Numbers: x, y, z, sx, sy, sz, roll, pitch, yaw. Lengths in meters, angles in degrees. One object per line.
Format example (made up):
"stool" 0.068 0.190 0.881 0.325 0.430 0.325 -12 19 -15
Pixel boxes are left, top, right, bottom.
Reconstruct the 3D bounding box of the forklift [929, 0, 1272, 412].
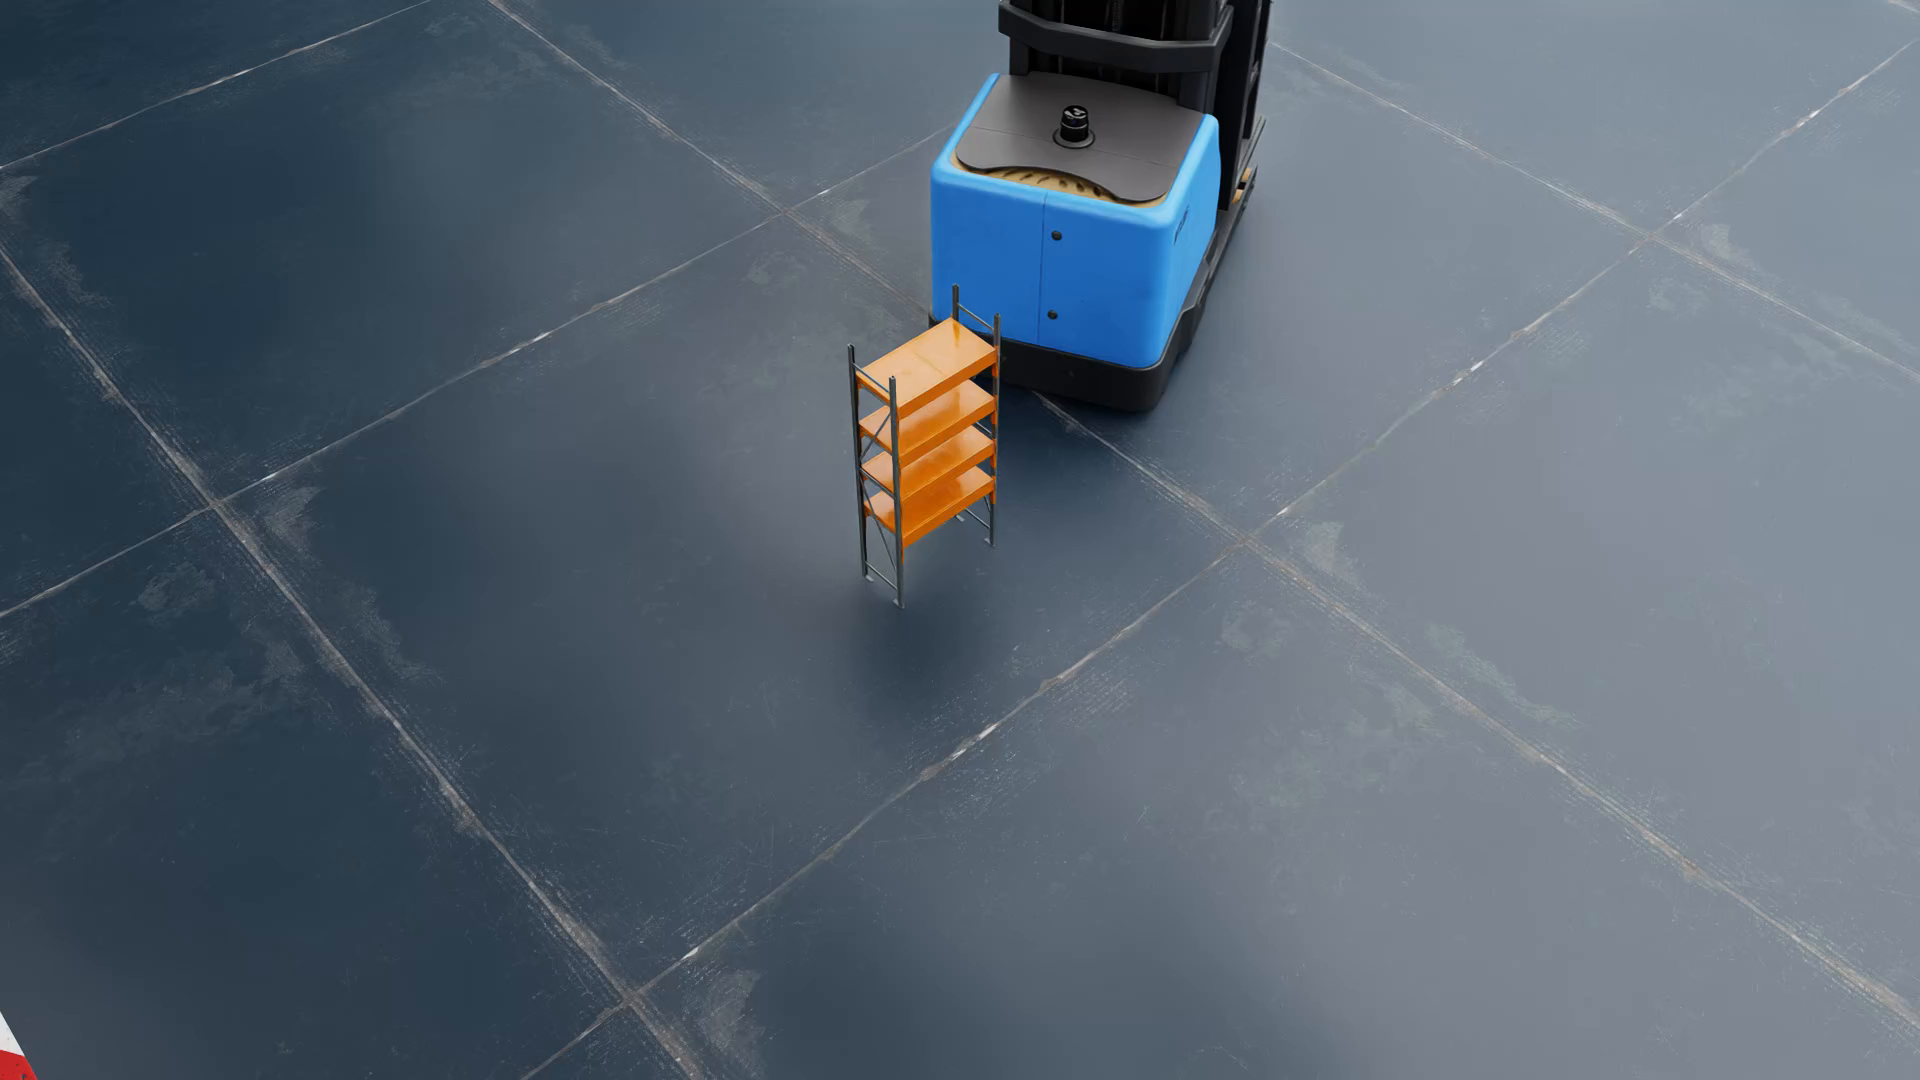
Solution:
"forklift" 0.840 -2.651 7.201 1.130 2.935 3.031 15 49 13

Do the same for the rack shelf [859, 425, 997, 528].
"rack shelf" -0.122 -0.279 6.283 0.480 0.148 0.258 -34 56 -27

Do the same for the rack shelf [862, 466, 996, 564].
"rack shelf" -0.122 -0.145 6.429 0.480 0.148 0.258 -34 56 -27

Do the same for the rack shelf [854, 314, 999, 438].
"rack shelf" -0.122 -0.592 5.945 0.480 0.148 0.258 -34 56 -27

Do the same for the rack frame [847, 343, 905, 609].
"rack frame" -0.303 -0.204 6.122 0.015 1.200 0.240 -34 56 -27

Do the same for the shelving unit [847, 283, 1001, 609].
"shelving unit" -0.122 -0.325 6.234 0.503 1.200 0.258 -34 56 -27

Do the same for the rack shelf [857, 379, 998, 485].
"rack shelf" -0.122 -0.431 6.119 0.480 0.148 0.258 -34 56 -27

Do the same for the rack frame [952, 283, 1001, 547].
"rack frame" 0.058 -0.446 6.345 0.015 1.200 0.240 -34 56 -27
